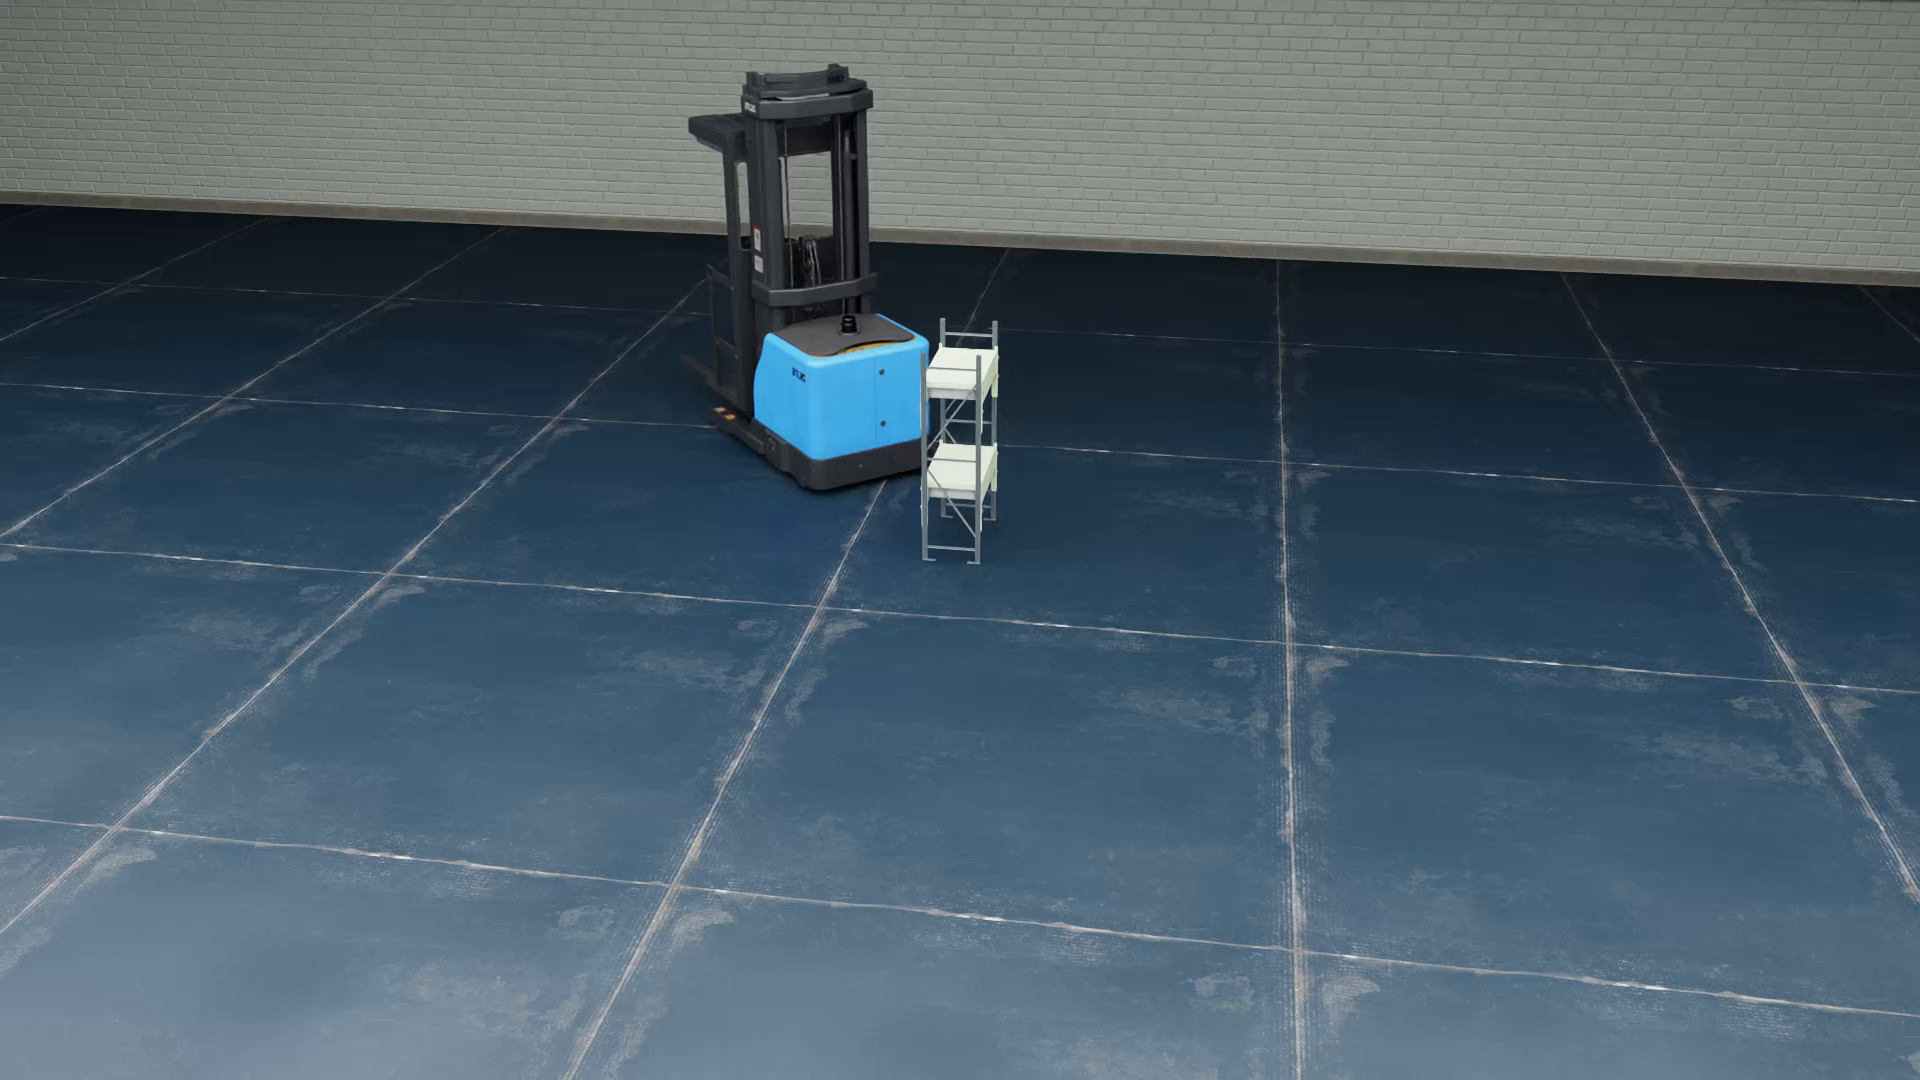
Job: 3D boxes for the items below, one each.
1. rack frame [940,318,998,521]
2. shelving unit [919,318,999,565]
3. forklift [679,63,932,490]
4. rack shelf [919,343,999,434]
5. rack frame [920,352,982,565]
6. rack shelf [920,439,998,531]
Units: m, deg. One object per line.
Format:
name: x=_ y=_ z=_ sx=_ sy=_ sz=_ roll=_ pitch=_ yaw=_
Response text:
rack frame: x=0.061 y=-0.835 z=11.765 sx=0.400 sy=1.500 sz=0.023 roll=4 pitch=25 yaw=9
shelving unit: x=0.001 y=-0.682 z=11.438 sx=0.431 sy=1.500 sz=0.755 roll=4 pitch=25 yaw=9
forklift: x=-1.413 y=-2.281 z=13.165 sx=1.130 sy=2.935 sz=3.031 roll=-15 pitch=29 yaw=-28
rack shelf: x=0.001 y=-1.036 z=11.273 sx=0.431 sy=0.370 sz=0.720 roll=4 pitch=25 yaw=9
rack frame: x=-0.059 y=-0.529 z=11.111 sx=0.400 sy=1.500 sz=0.023 roll=4 pitch=25 yaw=9
rack shelf: x=0.001 y=-0.387 z=11.576 sx=0.431 sy=0.370 sz=0.720 roll=4 pitch=25 yaw=9
